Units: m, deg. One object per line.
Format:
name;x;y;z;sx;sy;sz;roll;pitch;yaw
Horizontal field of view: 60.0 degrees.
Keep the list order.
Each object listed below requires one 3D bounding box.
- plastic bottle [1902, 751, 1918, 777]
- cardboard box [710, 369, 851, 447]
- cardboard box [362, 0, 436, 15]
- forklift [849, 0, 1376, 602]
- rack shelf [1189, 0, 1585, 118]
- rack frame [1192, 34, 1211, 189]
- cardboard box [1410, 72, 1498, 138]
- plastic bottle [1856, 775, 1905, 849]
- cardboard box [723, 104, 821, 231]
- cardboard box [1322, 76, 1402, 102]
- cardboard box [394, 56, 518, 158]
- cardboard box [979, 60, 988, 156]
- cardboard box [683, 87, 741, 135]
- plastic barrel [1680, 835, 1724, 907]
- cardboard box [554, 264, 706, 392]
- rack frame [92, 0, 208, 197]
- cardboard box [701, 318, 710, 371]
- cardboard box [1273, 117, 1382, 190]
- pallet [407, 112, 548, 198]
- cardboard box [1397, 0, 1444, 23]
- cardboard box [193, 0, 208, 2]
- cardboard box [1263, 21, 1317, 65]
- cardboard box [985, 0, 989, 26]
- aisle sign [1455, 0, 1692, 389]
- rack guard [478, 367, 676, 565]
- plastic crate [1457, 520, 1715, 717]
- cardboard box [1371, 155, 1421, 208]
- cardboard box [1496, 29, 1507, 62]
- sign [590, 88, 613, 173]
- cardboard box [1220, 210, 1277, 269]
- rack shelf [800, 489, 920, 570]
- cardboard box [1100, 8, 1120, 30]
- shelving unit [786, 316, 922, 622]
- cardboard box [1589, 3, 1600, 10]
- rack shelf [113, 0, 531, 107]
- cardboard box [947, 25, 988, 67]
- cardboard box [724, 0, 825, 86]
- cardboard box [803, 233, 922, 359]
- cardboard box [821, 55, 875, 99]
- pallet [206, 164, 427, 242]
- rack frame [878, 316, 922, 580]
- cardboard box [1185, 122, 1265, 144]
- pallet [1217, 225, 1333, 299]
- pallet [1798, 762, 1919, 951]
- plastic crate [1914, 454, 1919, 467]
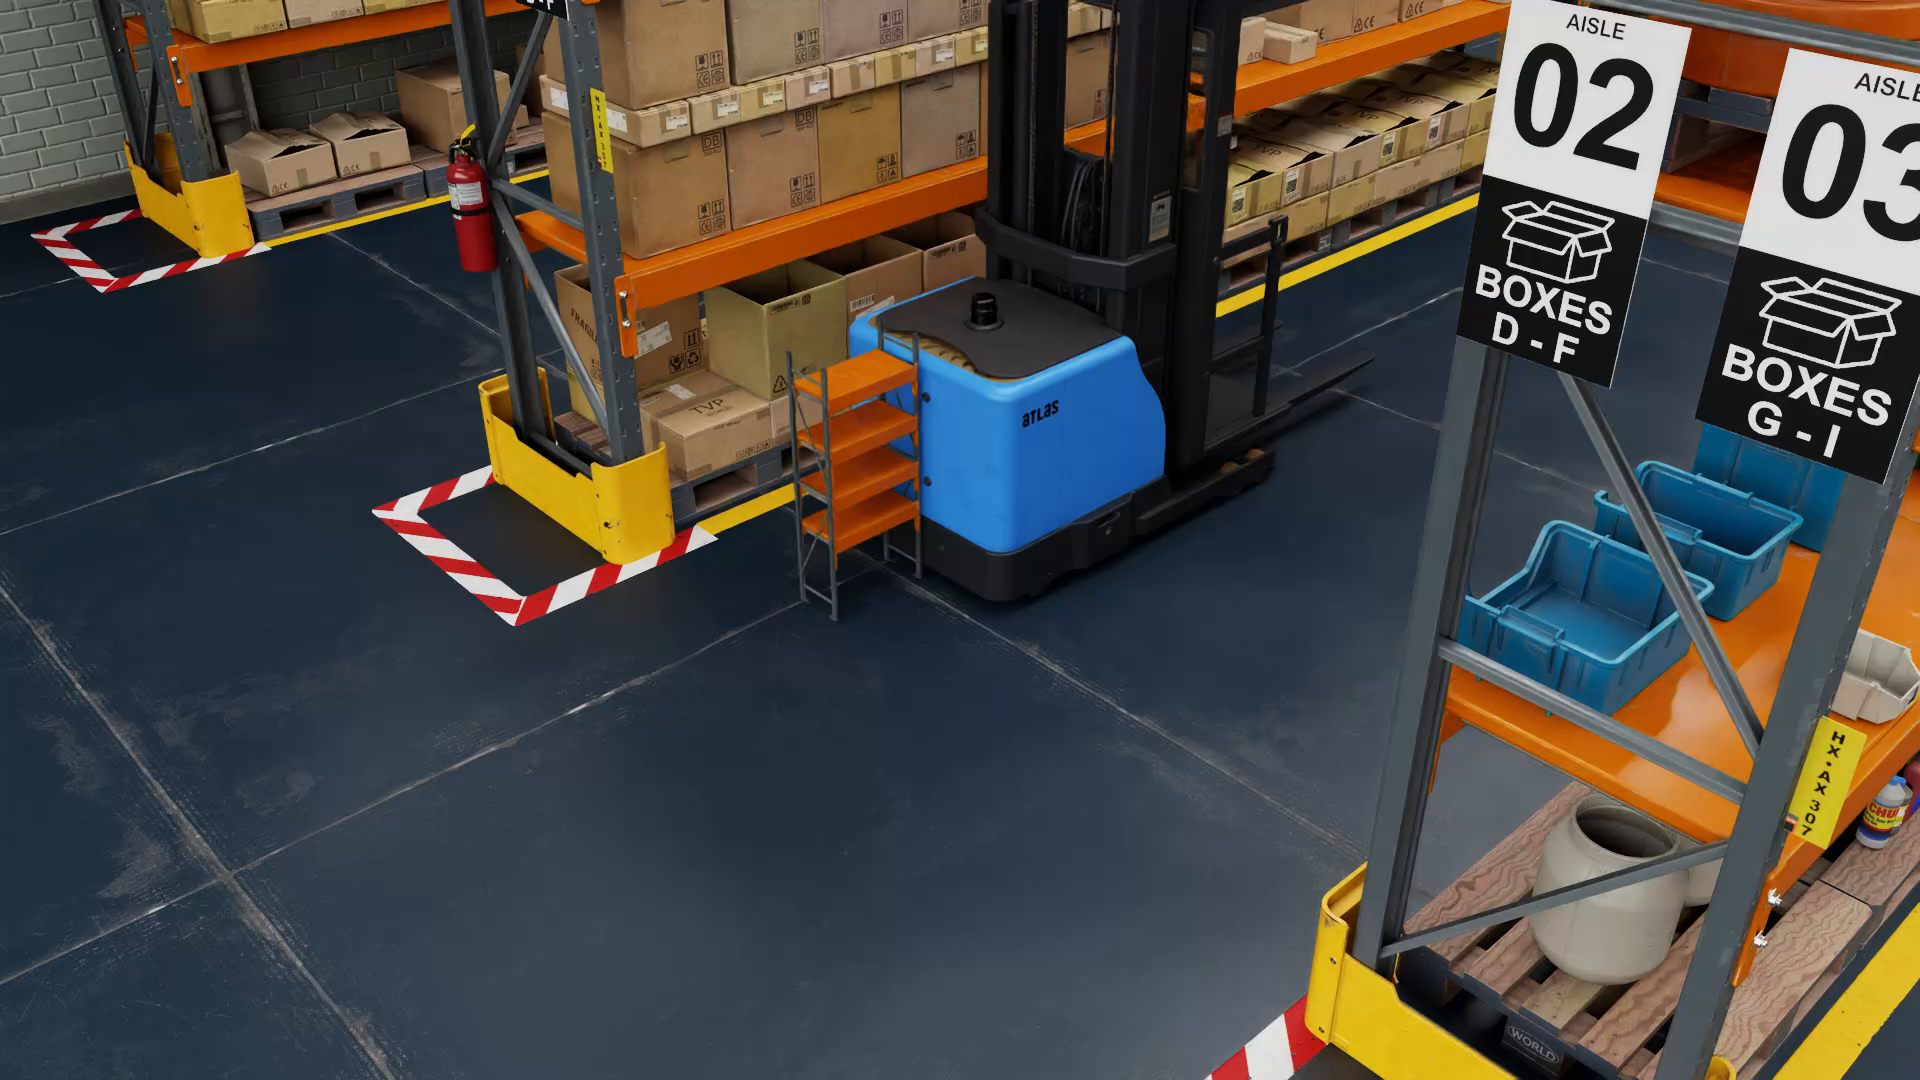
plastic bottle;3.354;0.781;5.790;0.097;0.271;0.097;0;31;0
cardboard box;-0.895;-0.736;8.311;0.500;0.250;0.500;-26;40;-35
cardboard box;-3.852;-3.703;11.056;0.500;0.250;0.500;-27;40;-36
forklift;0.913;-1.641;7.623;3.031;2.935;1.130;-26;40;-36
rack shelf;2.596;-3.267;10.907;4.000;0.370;1.077;-26;40;-35
rack frame;1.129;-2.864;9.559;0.127;3.000;1.000;-26;40;-35
cardboard box;3.469;-3.062;11.577;0.500;0.311;0.500;-27;40;-36
plastic bottle;3.103;0.903;5.591;0.097;0.271;0.097;0;31;0
cardboard box;-1.071;-1.837;7.783;0.500;0.500;0.700;-25;39;-34
cardboard box;2.724;-3.085;11.616;0.500;0.311;0.500;-27;41;-37
cardboard box;-3.616;-3.115;11.943;0.700;0.500;0.500;26;40;36
cardboard box;0.055;-2.381;8.673;0.500;0.500;0.700;-25;39;-35
cardboard box;-1.178;-1.916;7.291;0.250;0.149;0.380;-27;41;-37
plastic barrel;2.360;0.892;5.398;0.421;0.512;0.421;0;31;0
cardboard box;-1.613;-1.076;8.148;0.500;0.500;0.500;-26;40;-35
rack frame;-5.175;-3.339;10.335;0.127;3.000;1.000;-26;40;-35
cardboard box;-1.253;-0.937;8.640;0.500;0.250;0.500;-26;40;-35
cardboard box;2.351;-2.521;10.692;0.500;0.311;0.500;-27;41;-37
pallet;-3.605;-2.882;12.260;1.213;0.211;1.003;-26;40;-35
cardboard box;2.843;-3.724;10.870;0.500;0.500;0.500;27;40;36
cardboard box;-4.620;-3.658;10.263;0.500;0.500;0.500;-26;40;-35
cardboard box;1.918;-2.993;10.011;0.250;0.149;0.380;-26;40;-35
cardboard box;0.071;-2.944;8.349;0.500;0.500;0.700;-26;40;-35
aisle sign;1.307;-0.747;3.604;0.004;0.787;0.394;-26;40;-35
rack guard;-1.821;-0.371;7.877;0.348;0.500;1.175;-26;40;-35
plastic crate;1.725;0.222;4.654;0.616;0.251;0.499;-26;40;-35
cardboard box;2.721;-2.464;11.138;0.500;0.250;0.500;-25;39;-35
cardboard box;4.589;-3.826;13.106;0.500;0.500;0.500;-24;39;-34
sign;-1.431;-1.634;6.641;0.005;0.325;0.100;-26;40;-35
cardboard box;1.594;-1.919;10.246;0.500;0.250;0.500;-27;40;-37
rack shelf;-0.436;-0.068;7.220;0.480;0.148;0.258;-26;40;-36
cardboard box;0.703;-2.825;8.776;0.250;0.149;0.380;-27;41;-37
shelving unit;-0.436;-0.294;7.081;0.503;1.200;0.258;-26;40;-36
cardboard box;4.627;-4.167;12.946;0.500;0.250;0.500;-24;39;-34
rack shelf;-3.708;-3.742;11.683;4.000;0.370;1.077;-26;40;-35
cardboard box;-0.049;-2.460;8.180;0.250;0.149;0.380;-24;39;-34
cardboard box;-1.032;-2.410;7.476;0.500;0.500;0.700;-27;41;-37
cardboard box;-0.536;-1.237;8.412;0.500;0.500;0.500;-26;40;-35
cardboard box;-0.614;-2.189;7.736;0.250;0.149;0.380;-27;41;-37
pallet;-4.499;-2.451;11.556;1.213;0.211;1.003;-26;40;-35
rack frame;-0.259;-0.382;7.225;0.015;1.200;0.240;-26;40;-36
cardboard box;1.609;-2.550;10.740;0.500;0.311;0.500;-25;39;-34
pallet;1.643;-1.951;10.738;1.213;0.211;1.003;-26;40;-35
pallet;3.079;0.879;6.111;1.213;0.211;1.003;-26;40;-35
plastic crate;3.307;-0.504;5.902;0.662;0.188;0.450;-26;40;-35
